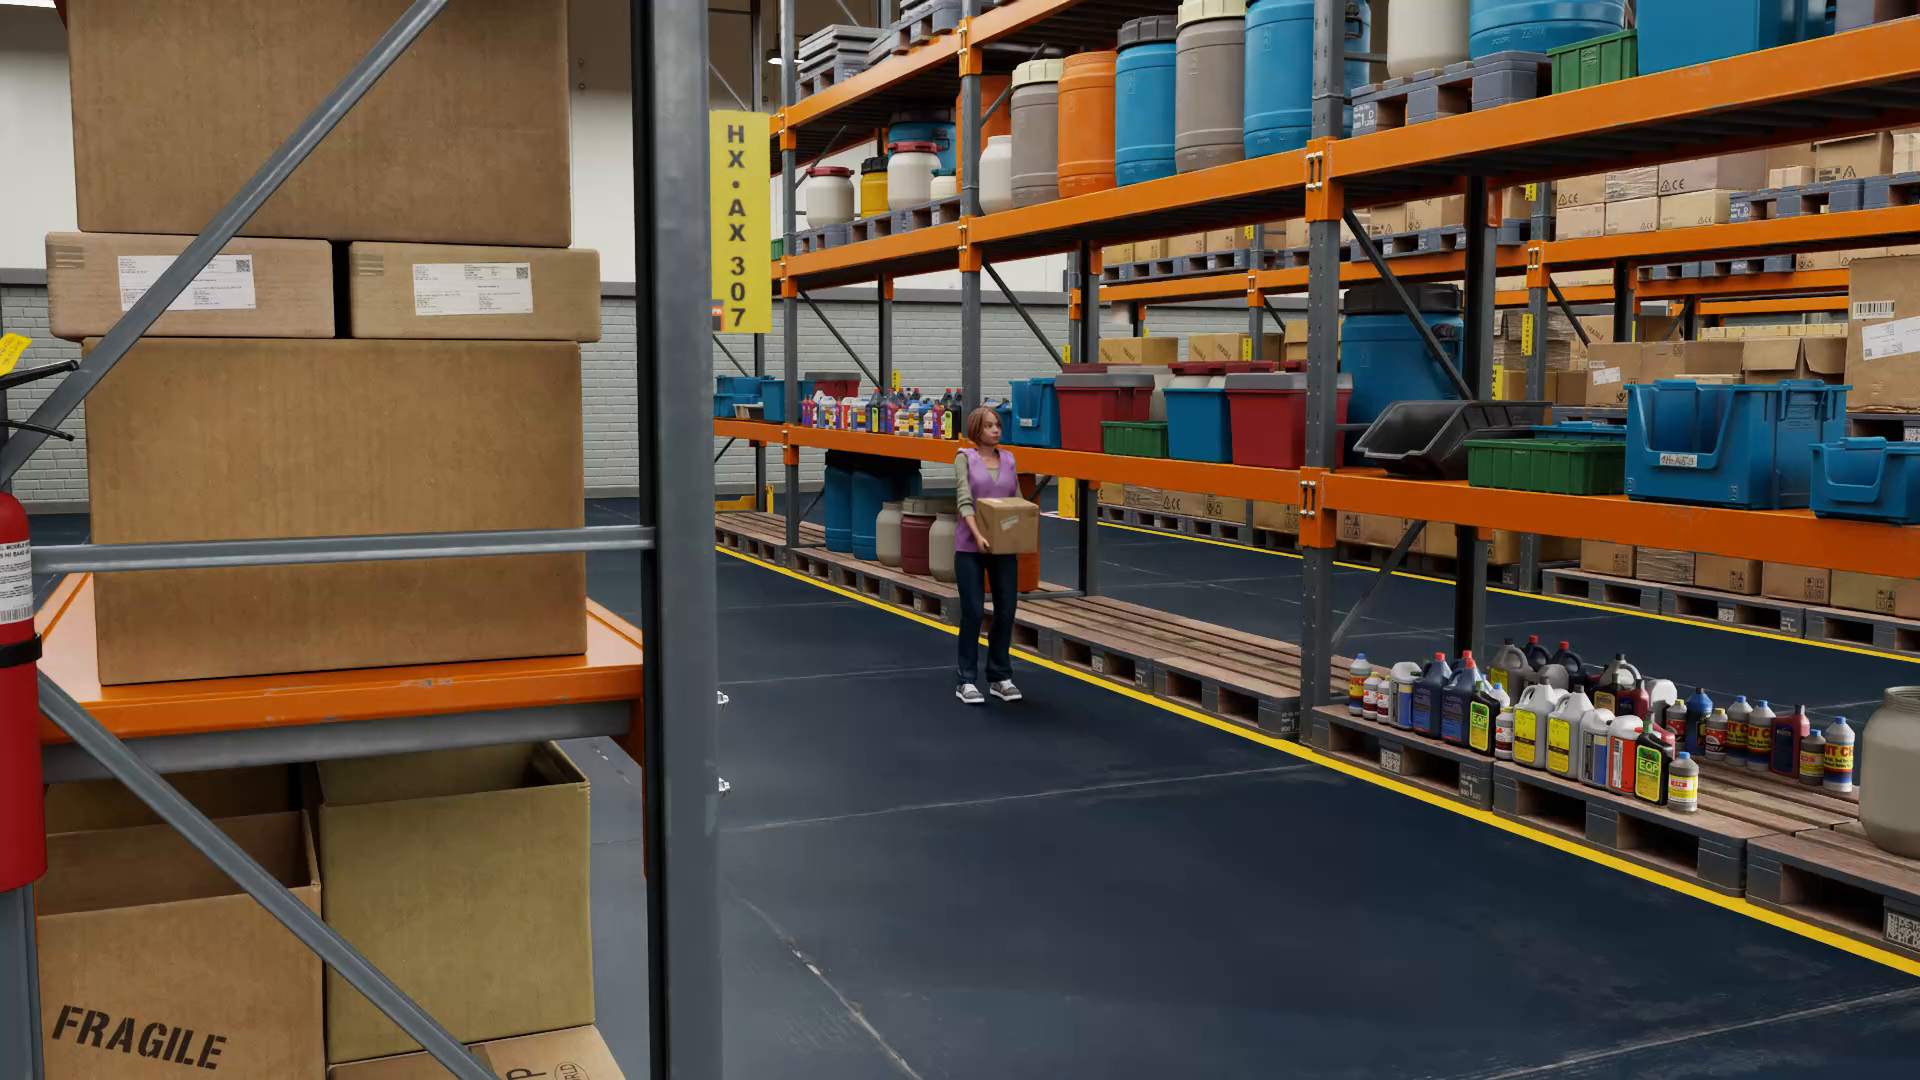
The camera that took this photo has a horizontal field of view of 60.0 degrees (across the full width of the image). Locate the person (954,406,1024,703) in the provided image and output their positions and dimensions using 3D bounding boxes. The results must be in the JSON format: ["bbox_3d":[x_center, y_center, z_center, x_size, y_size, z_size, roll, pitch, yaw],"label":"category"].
[{"bbox_3d":[0.179,0.082,8.905,0.405,1.589,0.498,-2,6,-23],"label":"person"}]
